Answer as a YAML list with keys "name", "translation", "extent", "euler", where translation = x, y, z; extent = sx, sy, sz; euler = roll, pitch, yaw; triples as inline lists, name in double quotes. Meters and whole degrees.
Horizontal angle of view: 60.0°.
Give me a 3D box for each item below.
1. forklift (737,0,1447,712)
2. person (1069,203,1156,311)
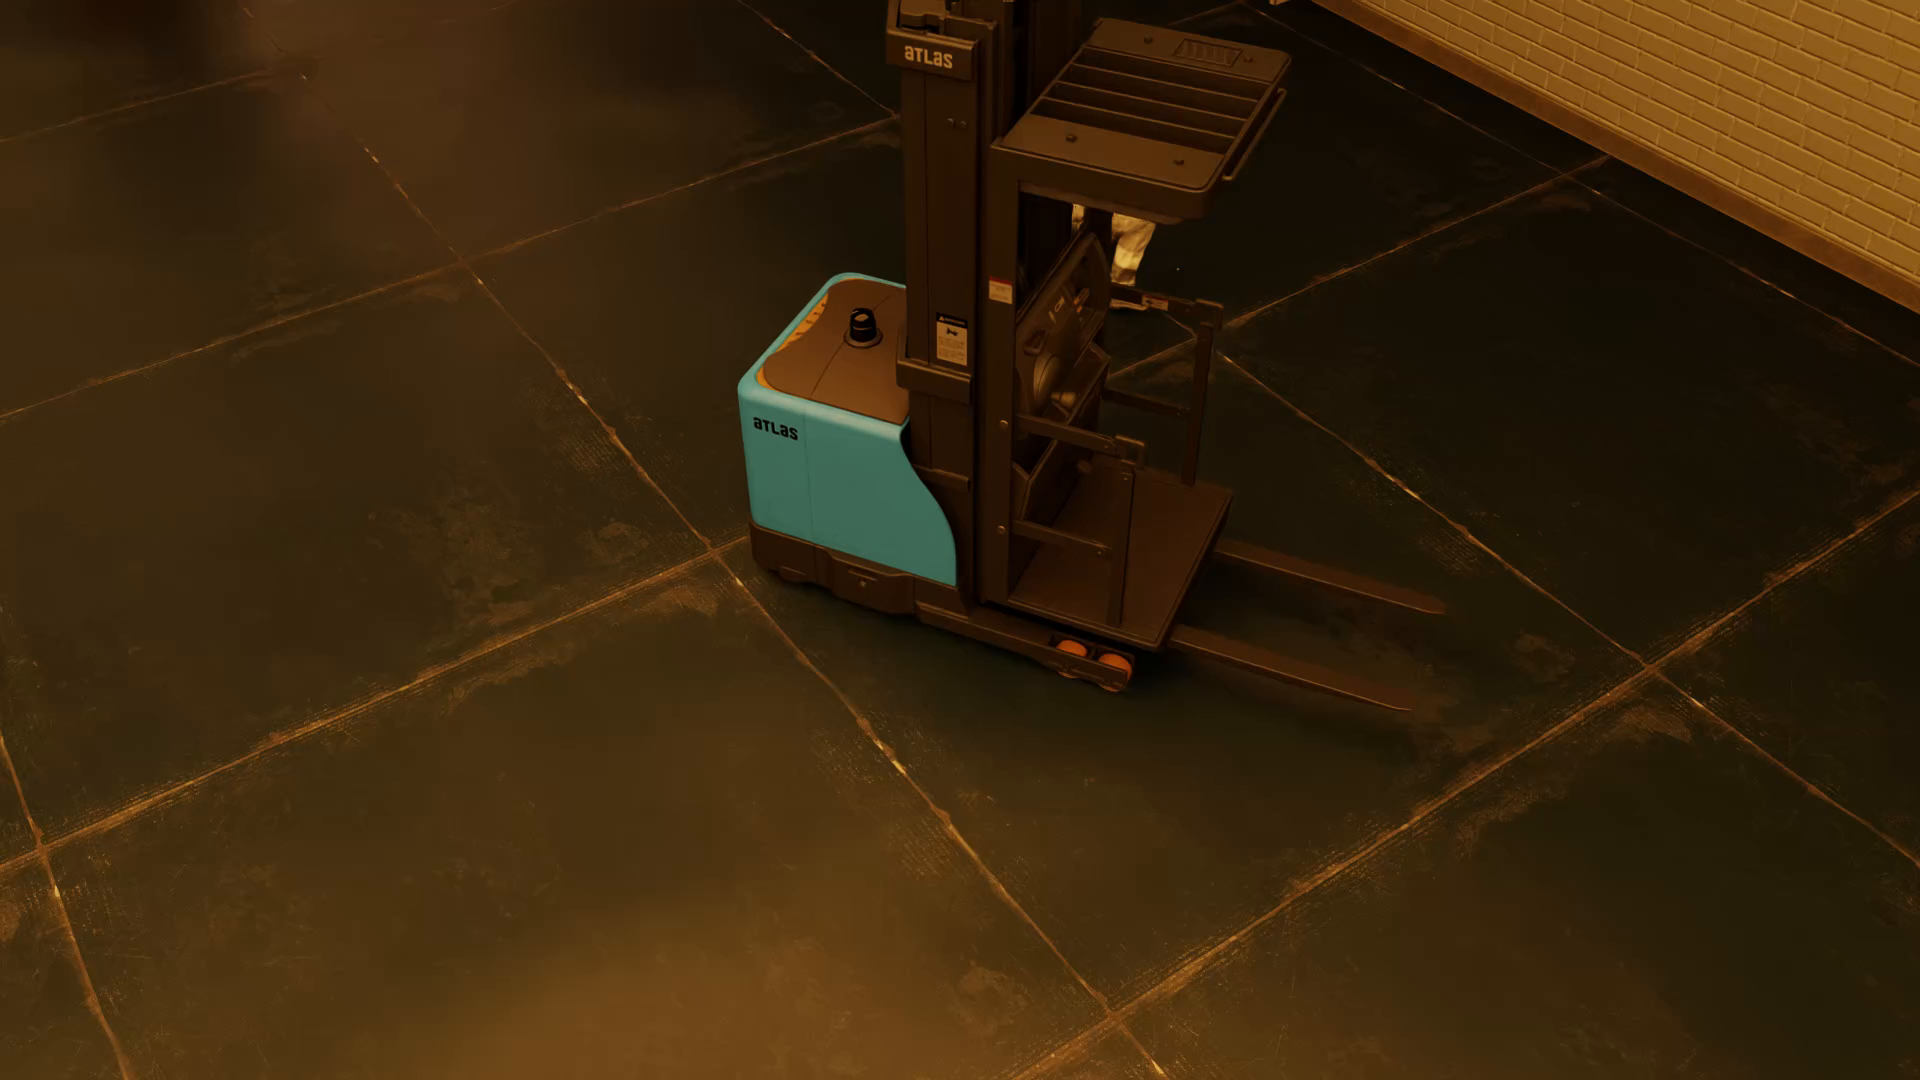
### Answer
- name: "forklift"
  translation: [0.602, -0.838, 6.625]
  extent: [3.031, 2.935, 1.130]
  euler: [17, 45, 17]
- name: "person"
  translation: [0.950, -1.893, 8.839]
  extent: [1.020, 1.481, 0.788]
  euler: [-16, 45, -17]
